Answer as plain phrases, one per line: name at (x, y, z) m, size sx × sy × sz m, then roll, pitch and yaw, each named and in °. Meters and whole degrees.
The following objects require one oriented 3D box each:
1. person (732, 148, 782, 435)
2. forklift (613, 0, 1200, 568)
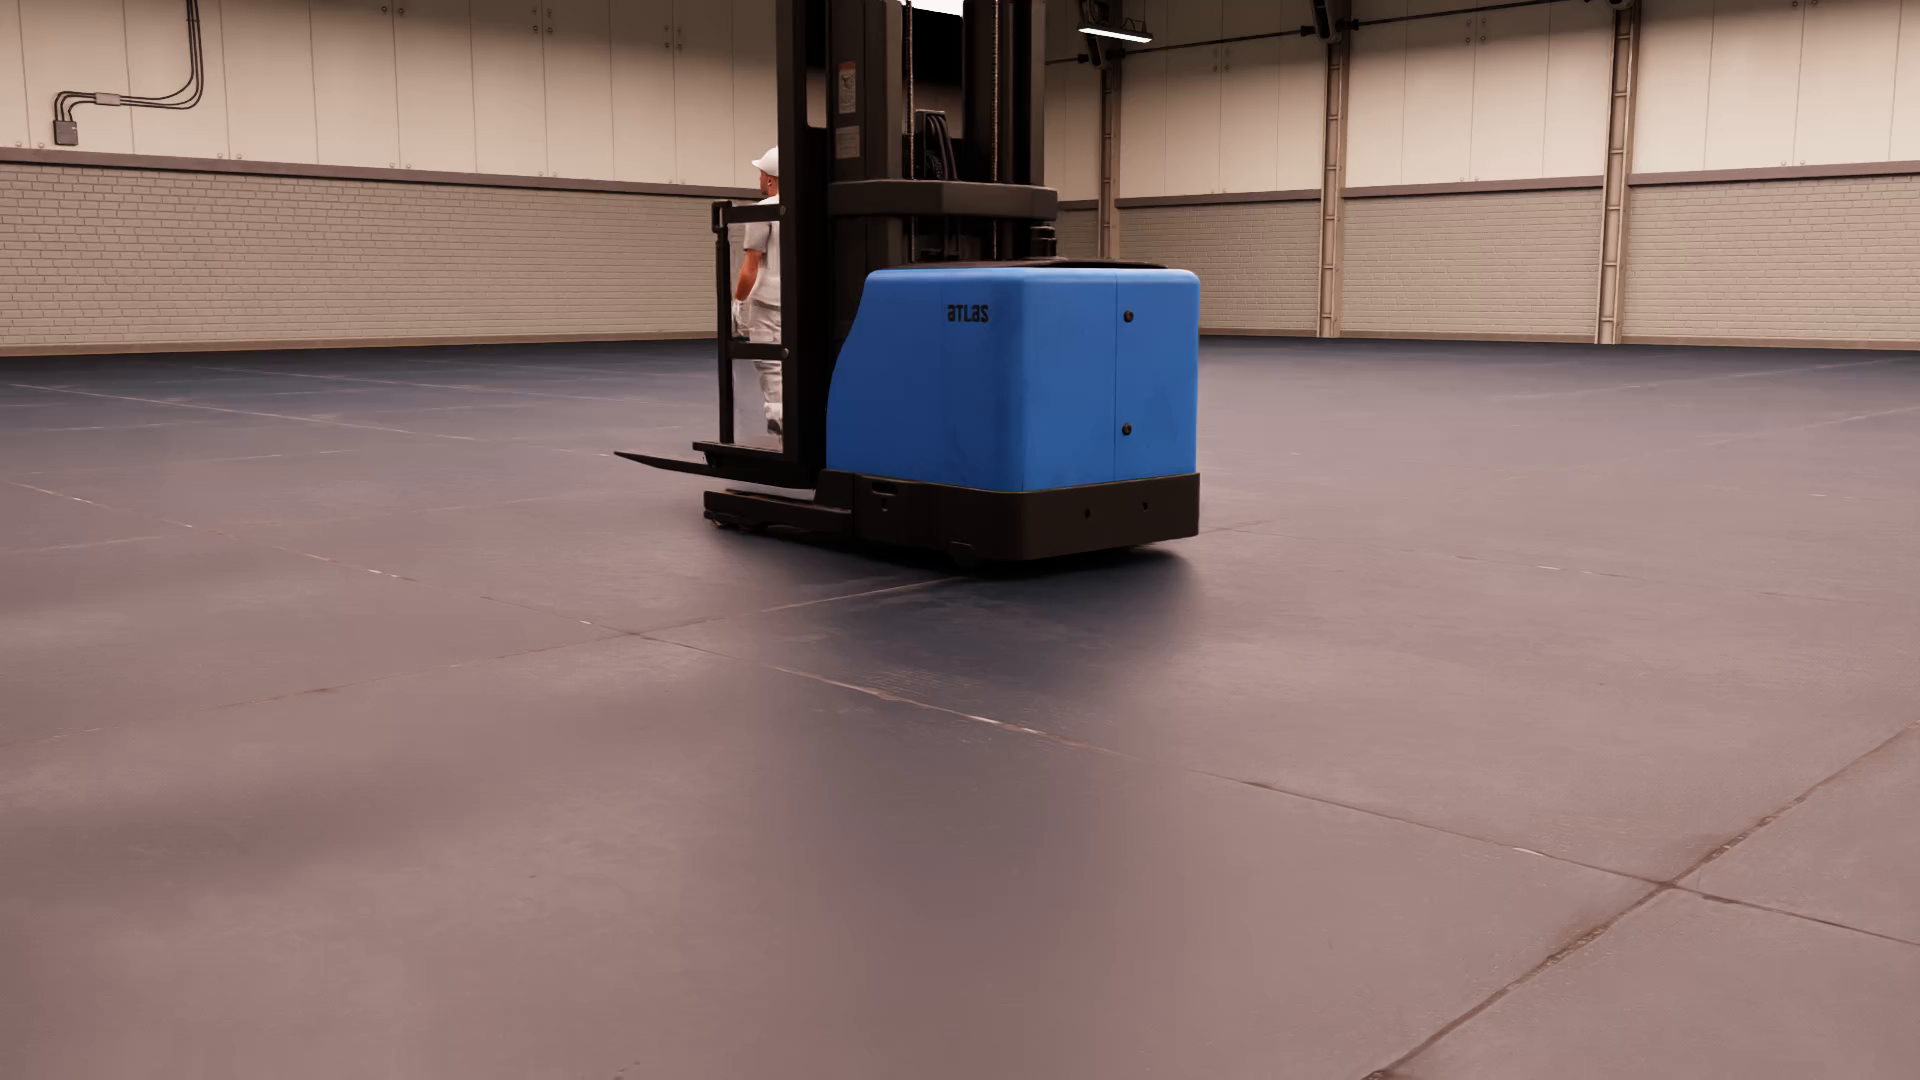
person at (-1.090, -1.358, 9.675) m, size 0.638 × 1.789 × 0.563 m, roll -8°, pitch 12°, yaw -44°
forklift at (-0.434, -1.519, 6.960) m, size 1.130 × 2.935 × 3.031 m, roll -7°, pitch 11°, yaw -41°
